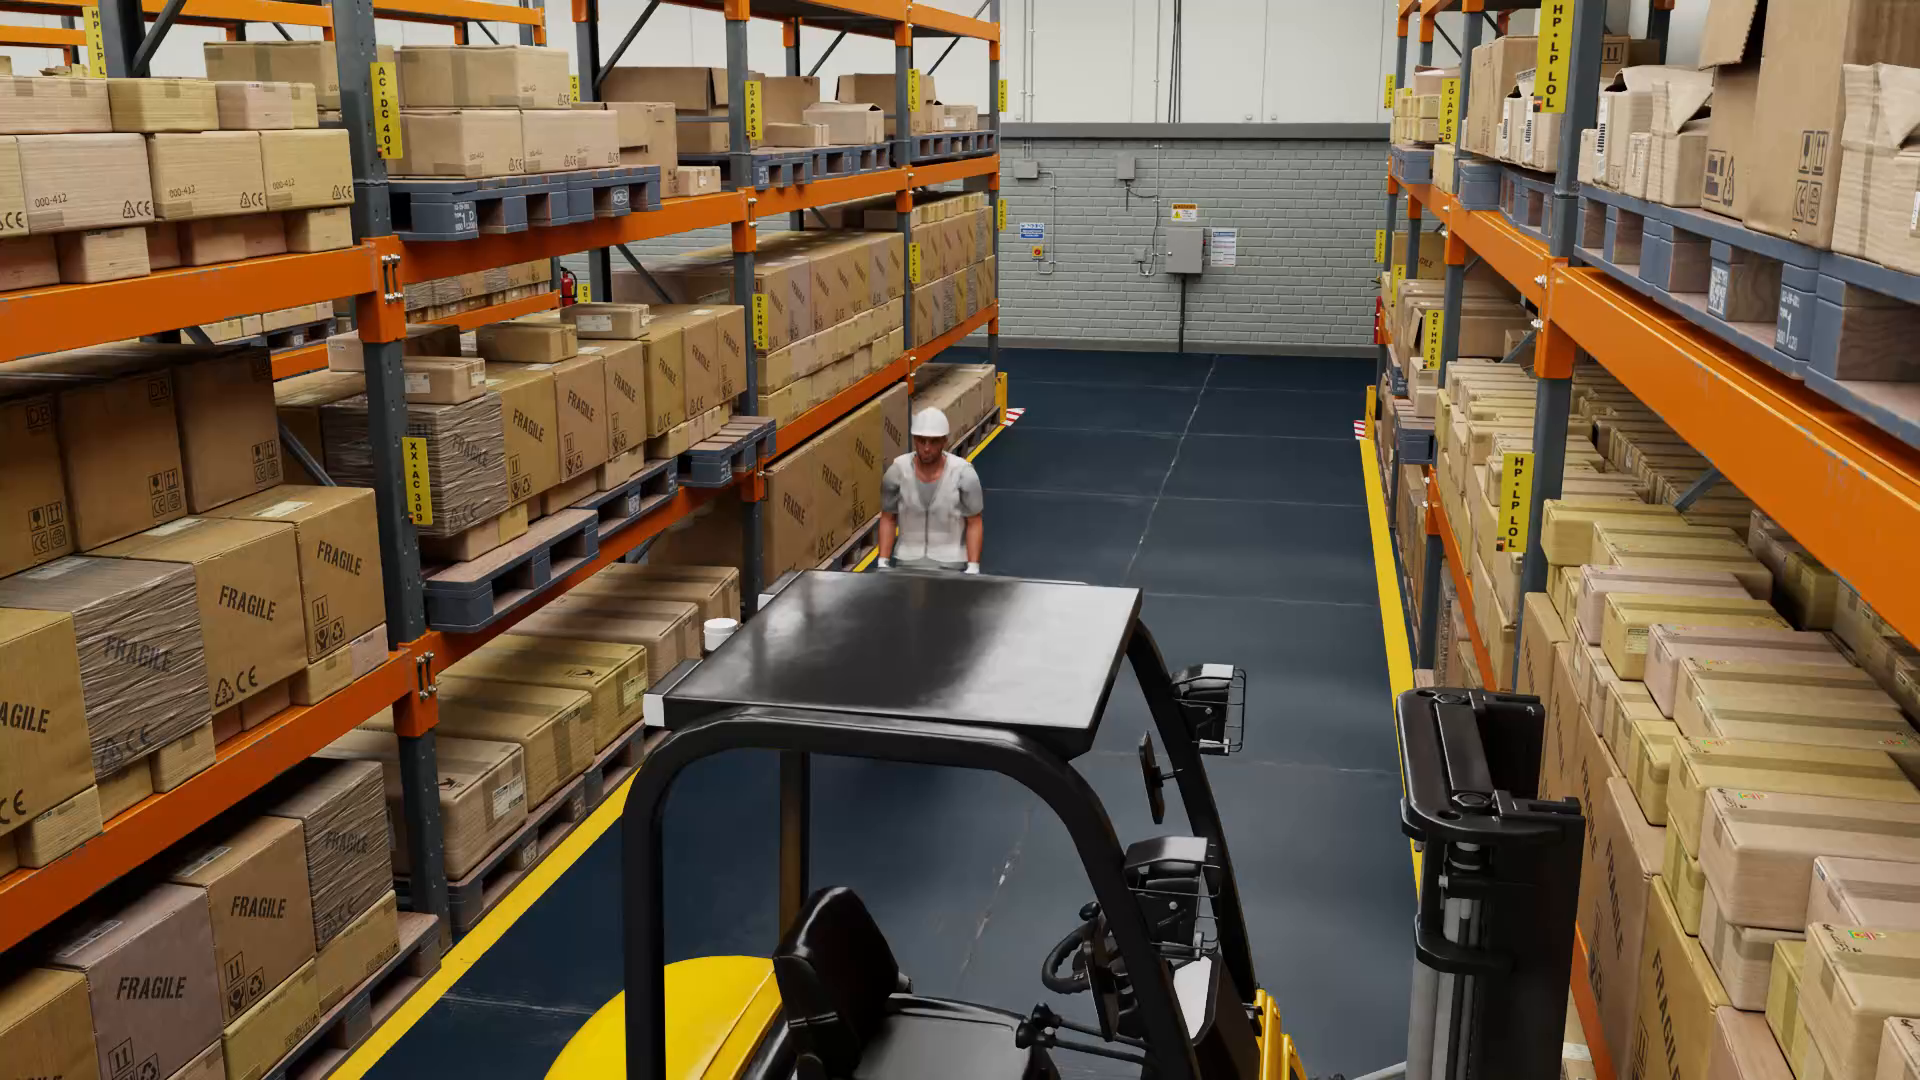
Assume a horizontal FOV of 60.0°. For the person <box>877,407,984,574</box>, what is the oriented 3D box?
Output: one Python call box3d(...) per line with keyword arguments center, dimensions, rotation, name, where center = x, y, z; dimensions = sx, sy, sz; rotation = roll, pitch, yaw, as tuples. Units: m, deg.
box3d(center=(-0.165, 0.164, 8.844), dimensions=(0.574, 1.781, 0.438), rotation=(2, 15, 9), name="person")
